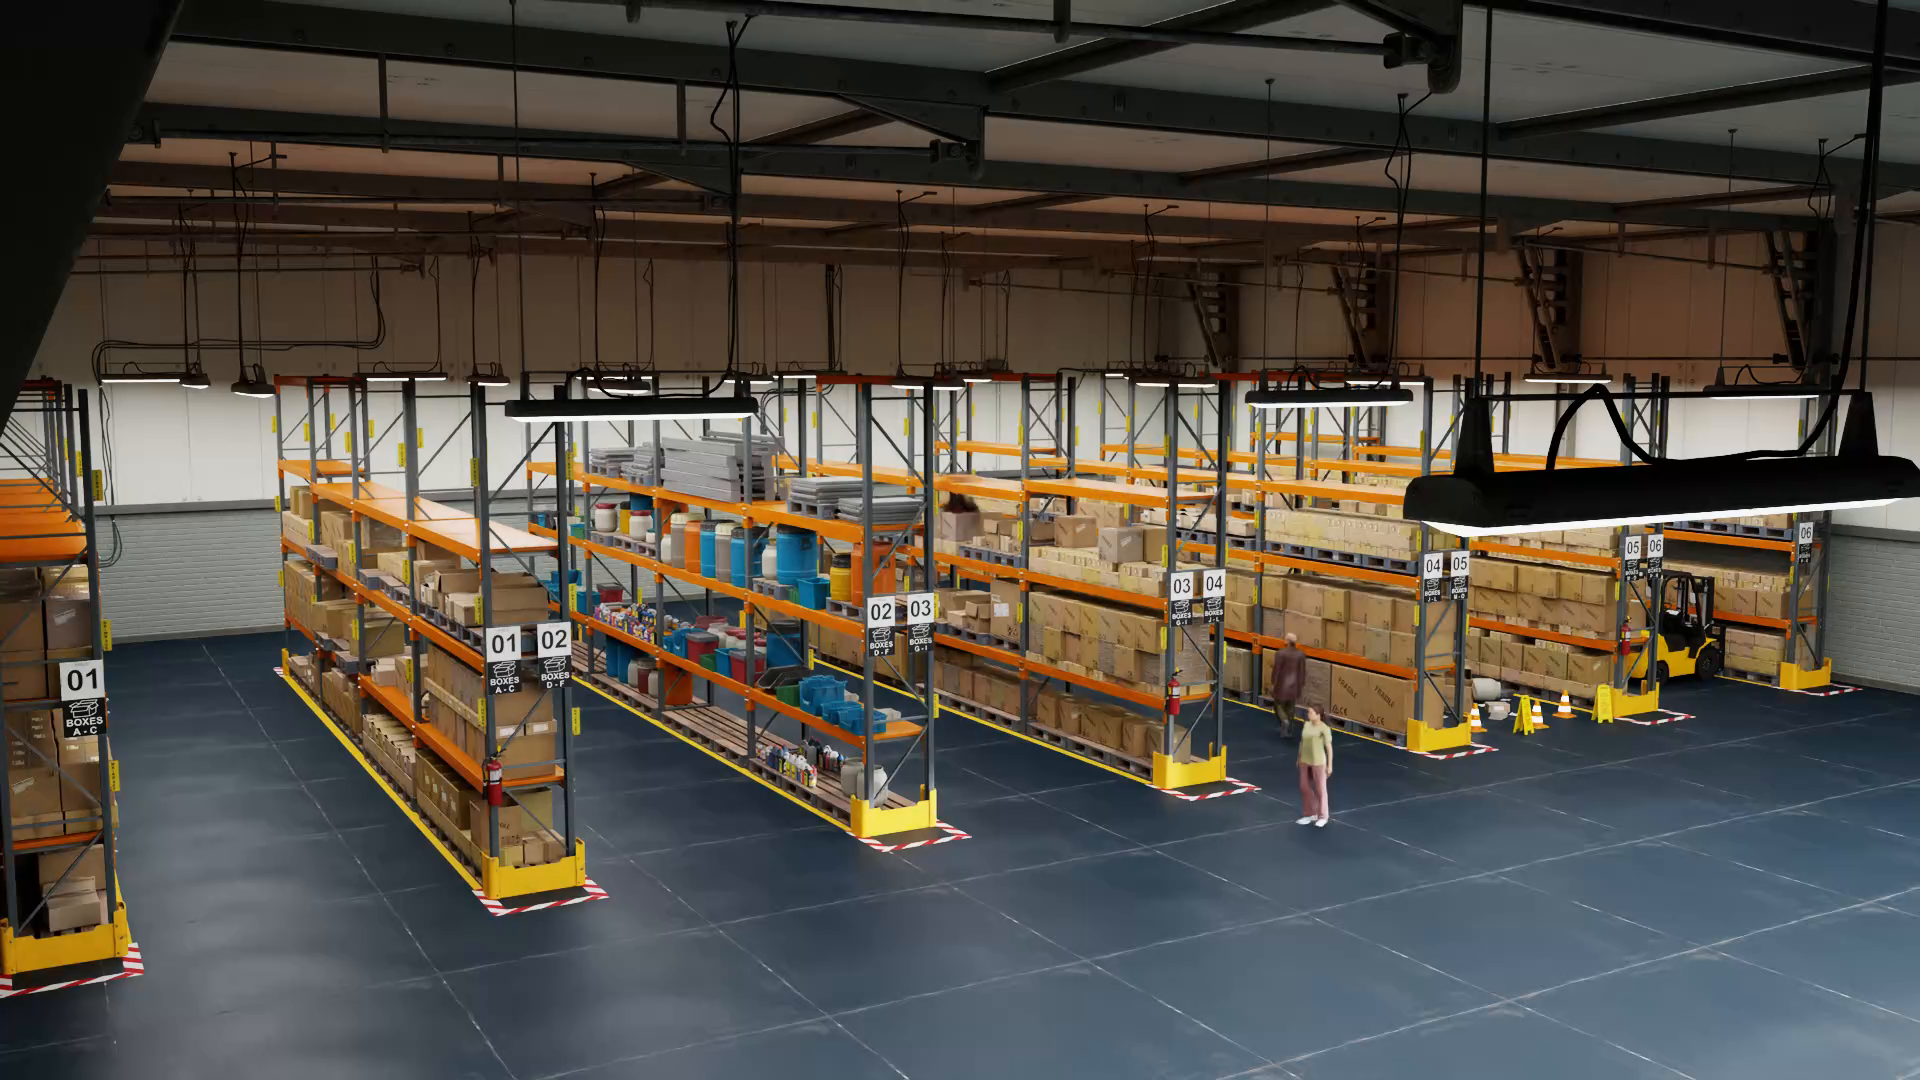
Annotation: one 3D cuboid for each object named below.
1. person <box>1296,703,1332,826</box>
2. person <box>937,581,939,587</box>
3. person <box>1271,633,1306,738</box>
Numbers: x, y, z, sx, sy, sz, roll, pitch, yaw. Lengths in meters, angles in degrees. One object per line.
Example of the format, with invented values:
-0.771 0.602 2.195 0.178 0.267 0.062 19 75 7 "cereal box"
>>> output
4.804 3.044 22.536 0.346 1.707 0.556 -6 9 -44 "person"
-0.494 1.677 34.904 0.545 1.673 1.034 -4 7 -32 "person"
5.458 2.421 27.633 0.592 1.761 0.779 0 6 3 "person"
